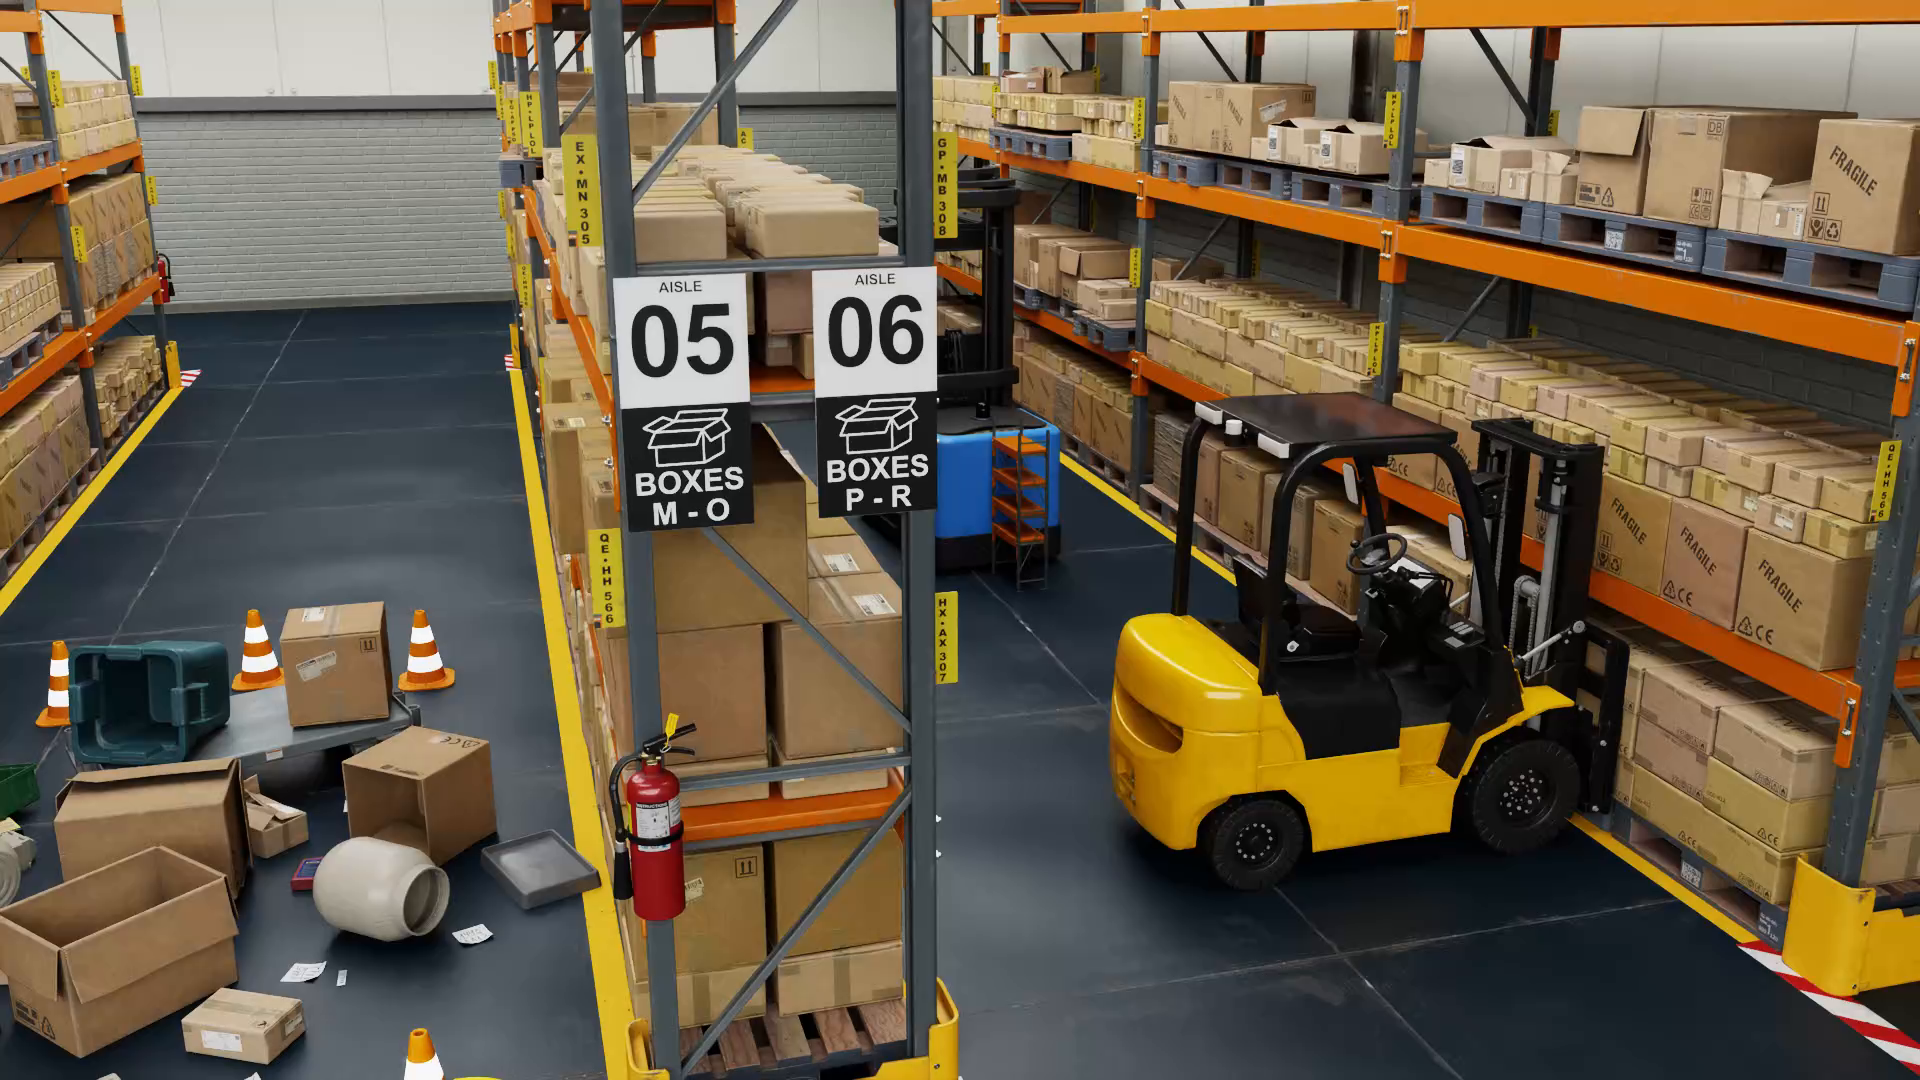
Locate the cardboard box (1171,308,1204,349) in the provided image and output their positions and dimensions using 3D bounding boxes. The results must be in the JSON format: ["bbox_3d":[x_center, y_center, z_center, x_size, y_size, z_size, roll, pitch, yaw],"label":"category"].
[{"bbox_3d":[2.018,-1.703,13.298,0.500,0.250,0.500,-4,17,-14],"label":"cardboard box"}]

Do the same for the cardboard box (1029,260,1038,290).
[{"bbox_3d":[0.908,-2.644,16.545,0.396,0.266,0.258,-4,17,-13],"label":"cardboard box"}]

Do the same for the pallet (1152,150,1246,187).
[{"bbox_3d":[2.267,-2.981,13.277,1.213,0.211,1.003,-4,17,-13],"label":"pallet"}]

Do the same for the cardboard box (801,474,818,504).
[{"bbox_3d":[-0.876,0.023,7.469,0.500,0.500,0.500,-5,17,-16],"label":"cardboard box"}]

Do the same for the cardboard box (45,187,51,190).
[{"bbox_3d":[-9.429,-3.315,16.844,0.500,0.500,0.500,-5,18,-17],"label":"cardboard box"}]

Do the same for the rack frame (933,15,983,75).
[{"bbox_3d":[-0.204,-6.902,20.787,1.000,3.000,0.127,-5,17,-15],"label":"rack frame"}]

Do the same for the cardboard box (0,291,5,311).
[{"bbox_3d":[-7.812,-1.875,13.154,0.380,0.149,0.250,-4,17,-14],"label":"cardboard box"}]

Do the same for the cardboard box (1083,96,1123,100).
[{"bbox_3d":[1.396,-4.195,16.004,0.380,0.149,0.250,-5,17,-15],"label":"cardboard box"}]

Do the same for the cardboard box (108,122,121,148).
[{"bbox_3d":[-9.057,-4.197,17.257,0.500,0.250,0.500,-4,17,-13],"label":"cardboard box"}]

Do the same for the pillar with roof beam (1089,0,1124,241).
[{"bbox_3d":[-2.569,-5.719,16.849,9.100,9.000,0.400,-5,17,-15],"label":"pillar with roof beam"}]

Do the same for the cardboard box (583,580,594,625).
[{"bbox_3d":[-1.557,0.271,7.771,0.380,0.149,0.250,-5,17,-15],"label":"cardboard box"}]

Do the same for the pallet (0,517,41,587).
[{"bbox_3d":[-7.722,0.116,12.698,1.003,0.211,1.213,-5,17,-15],"label":"pallet"}]

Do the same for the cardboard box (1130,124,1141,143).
[{"bbox_3d":[1.666,-3.451,14.079,0.380,0.149,0.250,-4,17,-14],"label":"cardboard box"}]

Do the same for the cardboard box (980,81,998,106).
[{"bbox_3d":[0.525,-4.789,17.843,0.500,0.250,0.500,-5,17,-15],"label":"cardboard box"}]

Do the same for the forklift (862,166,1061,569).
[{"bbox_3d":[-0.221,-1.571,13.588,1.130,2.935,3.031,-6,18,-20],"label":"forklift"}]

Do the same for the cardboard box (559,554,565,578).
[{"bbox_3d":[-2.421,-0.004,12.090,0.950,0.372,0.625,-5,17,-16],"label":"cardboard box"}]

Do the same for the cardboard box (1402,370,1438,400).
[{"bbox_3d":[2.929,-0.959,10.129,0.380,0.149,0.250,-5,17,-16],"label":"cardboard box"}]

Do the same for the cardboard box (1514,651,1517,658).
[{"bbox_3d":[3.335,0.744,8.942,0.500,0.250,0.500,-5,17,-15],"label":"cardboard box"}]

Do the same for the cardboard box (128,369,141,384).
[{"bbox_3d":[-8.936,-1.712,17.648,0.380,0.149,0.250,-4,17,-12],"label":"cardboard box"}]

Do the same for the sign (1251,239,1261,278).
[{"bbox_3d":[2.527,-2.415,14.266,0.100,0.325,0.005,-5,17,-15],"label":"sign"}]

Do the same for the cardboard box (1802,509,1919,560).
[{"bbox_3d":[3.828,-0.035,7.054,0.380,0.149,0.250,-4,17,-14],"label":"cardboard box"}]

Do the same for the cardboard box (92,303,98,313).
[{"bbox_3d":[-8.706,-2.304,16.345,0.380,0.149,0.250,-6,18,-18],"label":"cardboard box"}]

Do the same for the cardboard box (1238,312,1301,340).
[{"bbox_3d":[2.259,-1.563,12.141,0.380,0.149,0.250,-5,17,-17],"label":"cardboard box"}]

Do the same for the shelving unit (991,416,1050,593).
[{"bbox_3d":[0.440,-0.265,12.250,0.258,1.200,0.503,-6,18,-20],"label":"shelving unit"}]

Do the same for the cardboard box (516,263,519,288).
[{"bbox_3d":[-4.026,-2.552,16.127,0.500,0.250,0.500,-5,17,-17],"label":"cardboard box"}]

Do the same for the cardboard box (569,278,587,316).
[{"bbox_3d":[-1.410,-1.024,6.868,0.380,0.149,0.250,-5,17,-16],"label":"cardboard box"}]

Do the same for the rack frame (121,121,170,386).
[{"bbox_3d":[-9.707,-3.216,18.944,1.000,3.000,0.127,-5,17,-15],"label":"rack frame"}]

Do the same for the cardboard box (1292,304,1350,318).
[{"bbox_3d":[2.719,-1.677,12.520,0.380,0.149,0.250,-4,17,-14],"label":"cardboard box"}]

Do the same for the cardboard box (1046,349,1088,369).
[{"bbox_3d":[1.091,-1.829,16.815,0.380,0.149,0.250,-5,17,-15],"label":"cardboard box"}]

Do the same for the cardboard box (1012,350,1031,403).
[{"bbox_3d":[0.812,-1.775,17.761,0.500,0.500,0.500,-4,17,-13],"label":"cardboard box"}]

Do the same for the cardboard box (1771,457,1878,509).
[{"bbox_3d":[3.794,-0.252,7.259,0.380,0.149,0.250,-5,17,-15],"label":"cardboard box"}]

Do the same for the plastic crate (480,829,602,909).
[{"bbox_3d":[-2.035,1.581,8.048,0.402,0.080,0.583,-12,20,-34],"label":"plastic crate"}]

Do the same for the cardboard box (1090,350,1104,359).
[{"bbox_3d":[1.546,-1.870,16.950,0.380,0.149,0.250,-4,17,-14],"label":"cardboard box"}]

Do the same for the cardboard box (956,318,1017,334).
[{"bbox_3d":[0.356,-2.329,19.607,0.700,0.500,0.500,-5,18,-17],"label":"cardboard box"}]

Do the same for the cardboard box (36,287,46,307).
[{"bbox_3d":[-8.170,-2.097,14.408,0.380,0.149,0.250,-4,17,-13],"label":"cardboard box"}]

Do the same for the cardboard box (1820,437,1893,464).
[{"bbox_3d":[4.181,-0.361,7.620,0.380,0.149,0.250,-4,17,-14],"label":"cardboard box"}]

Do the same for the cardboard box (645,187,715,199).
[{"bbox_3d":[-1.097,-1.196,6.055,0.380,0.149,0.250,-5,17,-15],"label":"cardboard box"}]

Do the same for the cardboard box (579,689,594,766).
[{"bbox_3d":[-1.775,0.984,9.010,0.500,0.250,0.500,-6,18,-18],"label":"cardboard box"}]

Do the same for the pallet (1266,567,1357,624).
[{"bbox_3d":[2.854,0.425,11.669,1.003,0.211,1.213,-5,17,-15],"label":"pallet"}]

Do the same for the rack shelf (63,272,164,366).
[{"bbox_3d":[-9.158,-2.318,17.206,1.077,0.370,4.000,-5,17,-15],"label":"rack shelf"}]

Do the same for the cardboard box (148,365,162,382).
[{"bbox_3d":[-9.194,-1.859,18.654,0.380,0.149,0.250,-4,17,-14],"label":"cardboard box"}]

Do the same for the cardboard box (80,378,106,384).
[{"bbox_3d":[-8.639,-1.489,16.386,0.380,0.149,0.250,-5,17,-16],"label":"cardboard box"}]

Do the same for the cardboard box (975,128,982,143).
[{"bbox_3d":[0.383,-4.458,18.300,0.380,0.149,0.250,-4,17,-13],"label":"cardboard box"}]

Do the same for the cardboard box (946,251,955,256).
[{"bbox_3d":[0.104,-3.533,19.744,0.500,0.250,0.500,-5,17,-17],"label":"cardboard box"}]

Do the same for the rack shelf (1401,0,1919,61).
[{"bbox_3d":[3.643,-2.493,8.056,1.077,0.370,4.000,-5,17,-15],"label":"rack shelf"}]

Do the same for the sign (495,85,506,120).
[{"bbox_3d":[-4.409,-4.207,15.992,0.100,0.325,0.005,-5,17,-15],"label":"sign"}]

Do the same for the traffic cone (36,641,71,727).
[{"bbox_3d":[-5.326,0.828,9.891,0.336,0.463,0.334,-5,17,-15],"label":"traffic cone"}]

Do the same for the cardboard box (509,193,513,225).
[{"bbox_3d":[-4.552,-3.445,17.796,0.500,0.500,0.500,-4,17,-15],"label":"cardboard box"}]

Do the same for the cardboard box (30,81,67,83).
[{"bbox_3d":[-9.784,-4.832,17.807,0.380,0.149,0.250,-4,17,-13],"label":"cardboard box"}]

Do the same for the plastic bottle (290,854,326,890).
[{"bbox_3d":[-3.126,1.597,8.030,0.133,0.061,0.283,-2,17,-6],"label":"plastic bottle"}]

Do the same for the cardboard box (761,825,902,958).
[{"bbox_3d":[-0.541,1.296,6.671,0.500,0.500,0.500,-5,18,-17],"label":"cardboard box"}]

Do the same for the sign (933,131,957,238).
[{"bbox_3d":[-0.057,-1.108,5.192,0.100,0.325,0.005,-5,17,-15],"label":"sign"}]

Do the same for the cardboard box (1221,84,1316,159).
[{"bbox_3d":[2.239,-3.048,12.094,0.500,0.500,0.500,-4,17,-14],"label":"cardboard box"}]

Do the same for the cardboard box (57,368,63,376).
[{"bbox_3d":[-9.385,-1.663,16.966,0.380,0.149,0.250,-5,18,-17],"label":"cardboard box"}]

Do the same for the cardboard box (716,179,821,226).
[{"bbox_3d":[-0.731,-1.301,6.405,0.380,0.149,0.250,-5,17,-16],"label":"cardboard box"}]

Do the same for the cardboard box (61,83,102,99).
[{"bbox_3d":[-9.012,-4.586,16.988,0.380,0.149,0.250,-4,17,-14],"label":"cardboard box"}]

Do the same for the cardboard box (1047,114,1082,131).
[{"bbox_3d":[1.042,-3.950,15.708,0.380,0.149,0.250,-4,17,-14],"label":"cardboard box"}]
